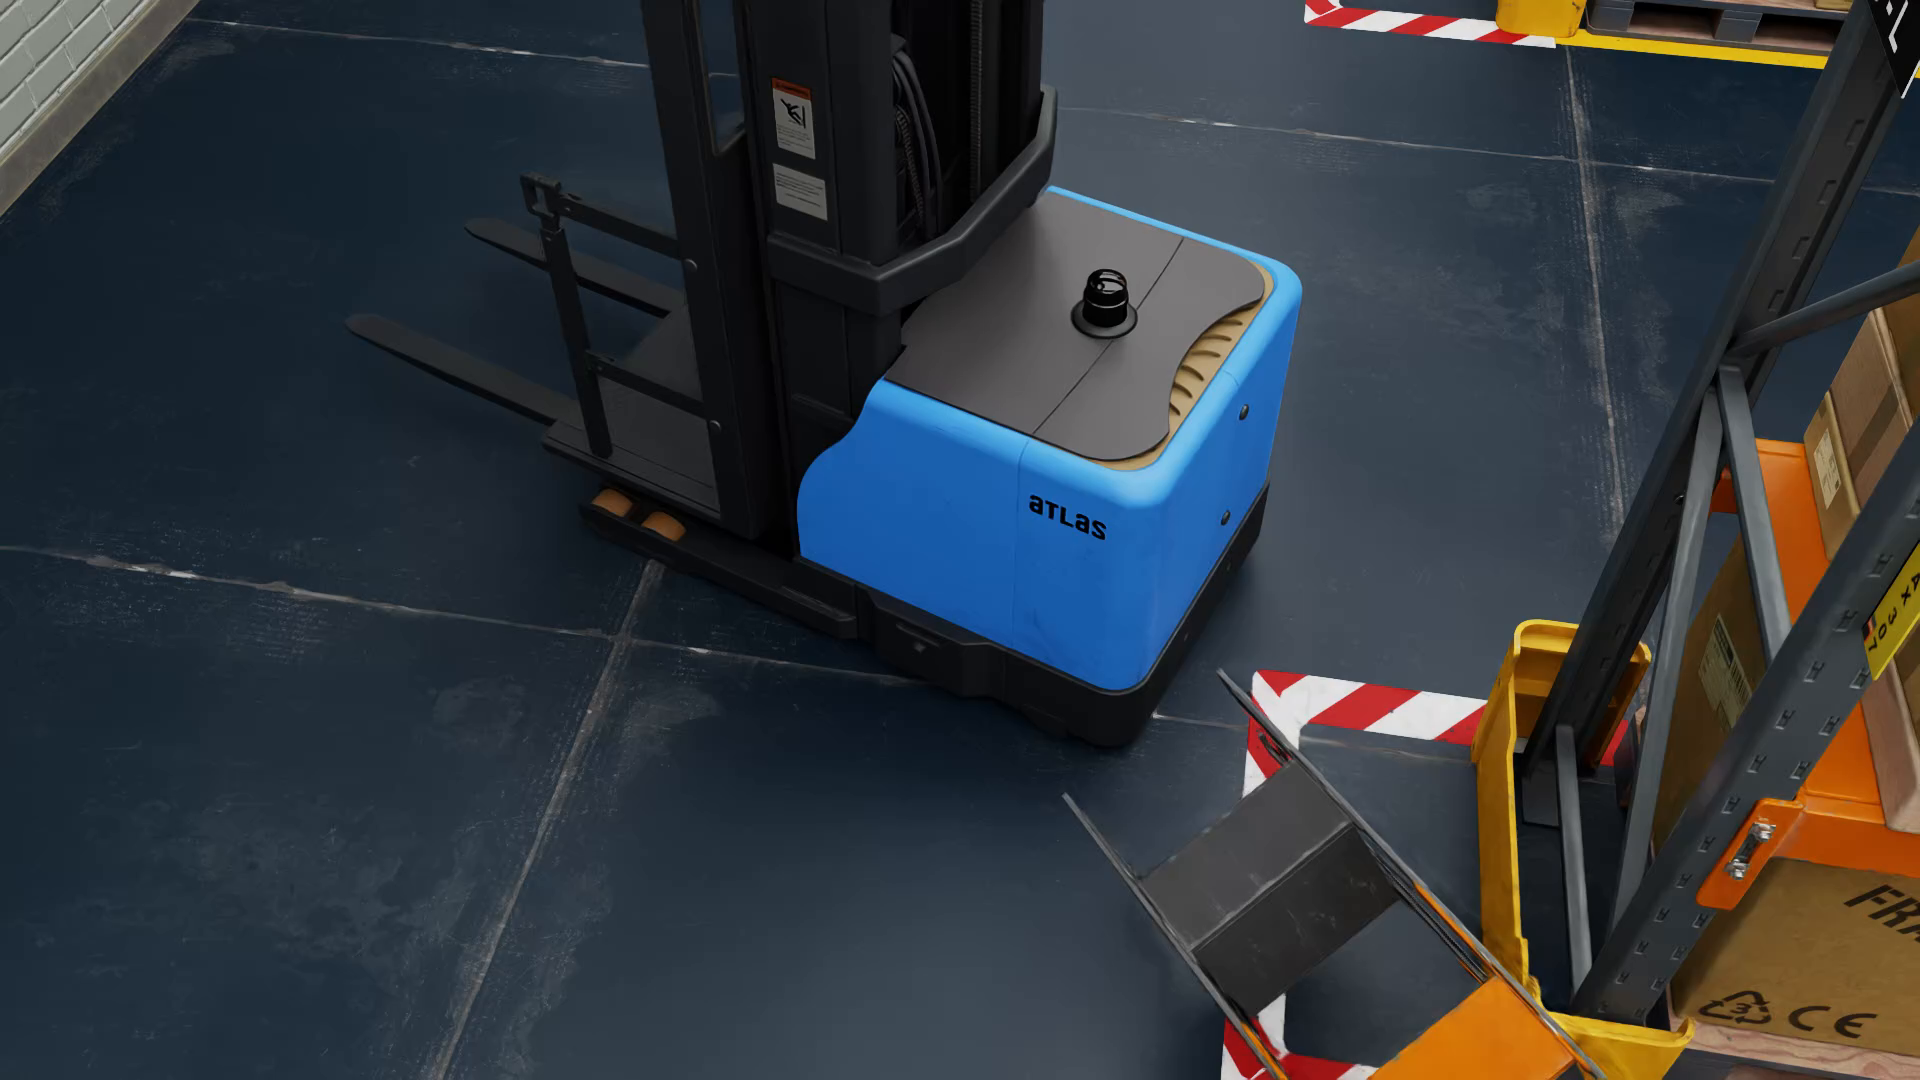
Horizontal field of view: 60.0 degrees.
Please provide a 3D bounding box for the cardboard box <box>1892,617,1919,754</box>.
[{"bbox_3d":[1.977,0.199,2.955,0.500,0.250,0.500,7,48,6],"label":"cardboard box"}]

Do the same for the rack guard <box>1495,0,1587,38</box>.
[{"bbox_3d":[2.609,-2.784,7.416,0.348,0.500,1.175,8,49,7],"label":"rack guard"}]

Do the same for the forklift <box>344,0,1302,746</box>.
[{"bbox_3d":[-0.601,-1.223,4.378,3.031,2.935,1.130,23,52,19],"label":"forklift"}]

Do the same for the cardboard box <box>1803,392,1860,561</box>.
[{"bbox_3d":[1.962,-0.123,3.512,0.250,0.149,0.380,9,49,8],"label":"cardboard box"}]

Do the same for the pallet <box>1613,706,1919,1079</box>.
[{"bbox_3d":[2.353,0.968,4.238,1.213,0.211,1.003,8,49,7],"label":"pallet"}]

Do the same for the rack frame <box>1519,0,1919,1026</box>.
[{"bbox_3d":[1.553,-0.013,3.245,0.127,3.000,1.000,8,49,7],"label":"rack frame"}]

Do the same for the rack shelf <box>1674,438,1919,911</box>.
[{"bbox_3d":[3.521,0.492,3.275,4.000,0.370,1.077,8,49,7],"label":"rack shelf"}]

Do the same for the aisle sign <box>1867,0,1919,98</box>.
[{"bbox_3d":[1.535,-1.111,2.484,0.004,0.787,0.394,8,49,7],"label":"aisle sign"}]

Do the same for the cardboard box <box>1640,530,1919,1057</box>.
[{"bbox_3d":[2.197,0.583,3.855,0.875,0.875,0.875,8,49,7],"label":"cardboard box"}]

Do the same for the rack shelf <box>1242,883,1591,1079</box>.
[{"bbox_3d":[0.986,1.131,3.469,0.480,0.431,0.518,-39,43,-1],"label":"rack shelf"}]

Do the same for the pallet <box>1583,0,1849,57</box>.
[{"bbox_3d":[3.402,-2.554,7.403,1.213,0.211,1.003,8,49,7],"label":"pallet"}]

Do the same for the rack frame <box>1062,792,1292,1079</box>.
[{"bbox_3d":[0.801,1.290,3.455,0.015,0.400,2.100,-39,43,-1],"label":"rack frame"}]

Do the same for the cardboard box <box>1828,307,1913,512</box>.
[{"bbox_3d":[2.077,-0.192,3.307,0.500,0.250,0.500,7,48,6],"label":"cardboard box"}]

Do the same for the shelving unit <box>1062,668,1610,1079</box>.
[{"bbox_3d":[0.992,1.138,3.459,0.503,0.431,2.100,-39,43,-1],"label":"shelving unit"}]

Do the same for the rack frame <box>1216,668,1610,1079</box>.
[{"bbox_3d":[1.182,0.985,3.463,0.015,0.400,2.100,-39,43,-1],"label":"rack frame"}]

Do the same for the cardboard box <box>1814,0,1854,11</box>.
[{"bbox_3d":[3.743,-2.397,7.022,0.250,0.149,0.380,8,49,7],"label":"cardboard box"}]

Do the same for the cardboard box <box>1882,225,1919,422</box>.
[{"bbox_3d":[2.079,-0.441,3.026,0.500,0.500,0.500,8,49,7],"label":"cardboard box"}]

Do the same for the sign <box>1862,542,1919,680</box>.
[{"bbox_3d":[1.448,0.077,2.529,0.005,0.325,0.100,8,49,7],"label":"sign"}]

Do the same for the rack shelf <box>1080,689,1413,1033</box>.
[{"bbox_3d":[0.682,0.764,3.982,0.480,0.431,0.518,-39,43,-1],"label":"rack shelf"}]

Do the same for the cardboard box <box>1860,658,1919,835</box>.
[{"bbox_3d":[1.843,0.360,3.079,0.250,0.149,0.380,8,49,7],"label":"cardboard box"}]

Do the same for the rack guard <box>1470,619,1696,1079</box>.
[{"bbox_3d":[1.529,0.820,4.177,0.348,0.500,1.175,8,49,7],"label":"rack guard"}]
